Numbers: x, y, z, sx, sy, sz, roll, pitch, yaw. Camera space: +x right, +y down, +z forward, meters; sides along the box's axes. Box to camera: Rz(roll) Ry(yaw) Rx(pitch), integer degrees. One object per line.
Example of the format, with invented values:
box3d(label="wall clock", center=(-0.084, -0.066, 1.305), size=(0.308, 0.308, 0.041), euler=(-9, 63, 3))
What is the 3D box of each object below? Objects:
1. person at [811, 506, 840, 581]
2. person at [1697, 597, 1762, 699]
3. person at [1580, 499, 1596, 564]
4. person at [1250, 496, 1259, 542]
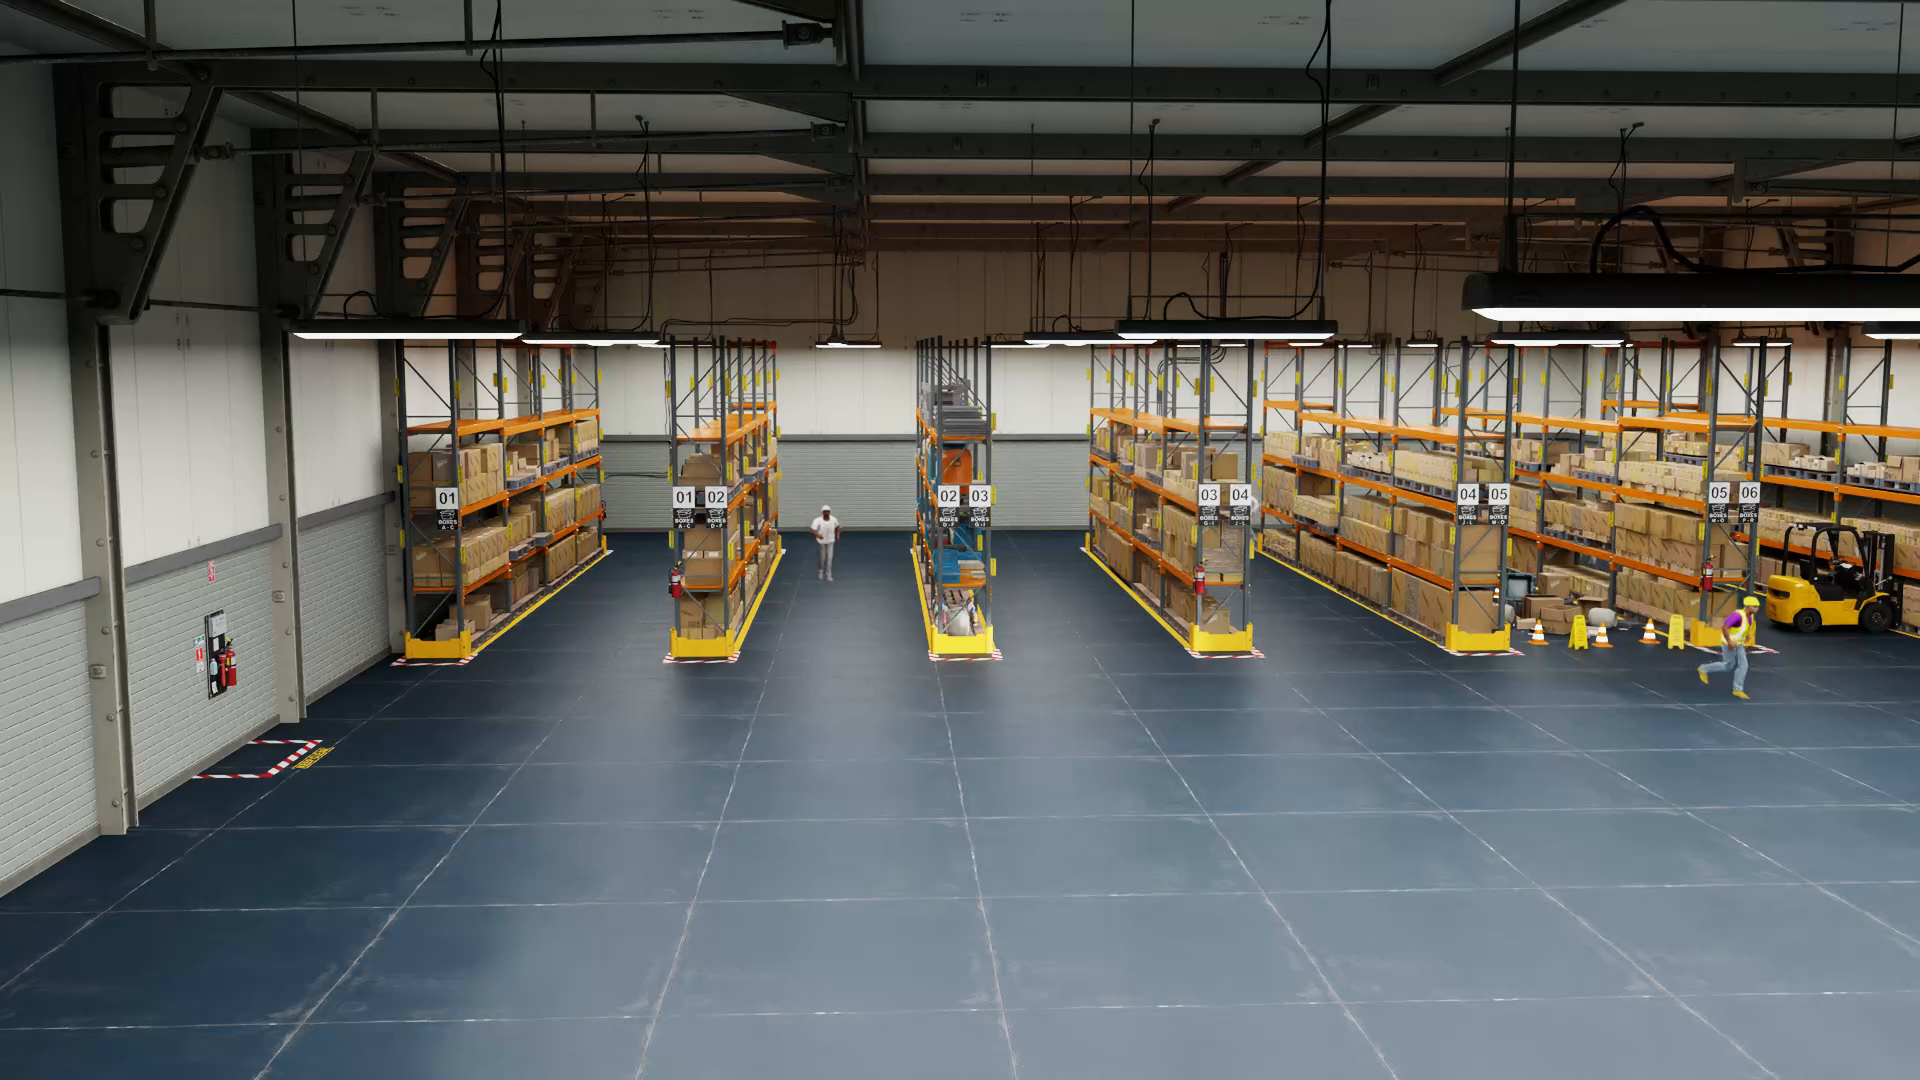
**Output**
box3d(label="person", center=(-3.184, 0.074, 39.577), size=(0.725, 1.801, 0.773), euler=(-2, 7, -18))
box3d(label="person", center=(12.843, 1.757, 27.763), size=(0.709, 1.709, 0.984), euler=(-6, 9, -44))
box3d(label="person", center=(16.601, -0.204, 44.392), size=(0.691, 1.793, 0.891), euler=(-2, 7, -13))
box3d(label="person", center=(8.396, -0.690, 48.942), size=(1.030, 1.755, 0.811), euler=(-2, 7, -17))
